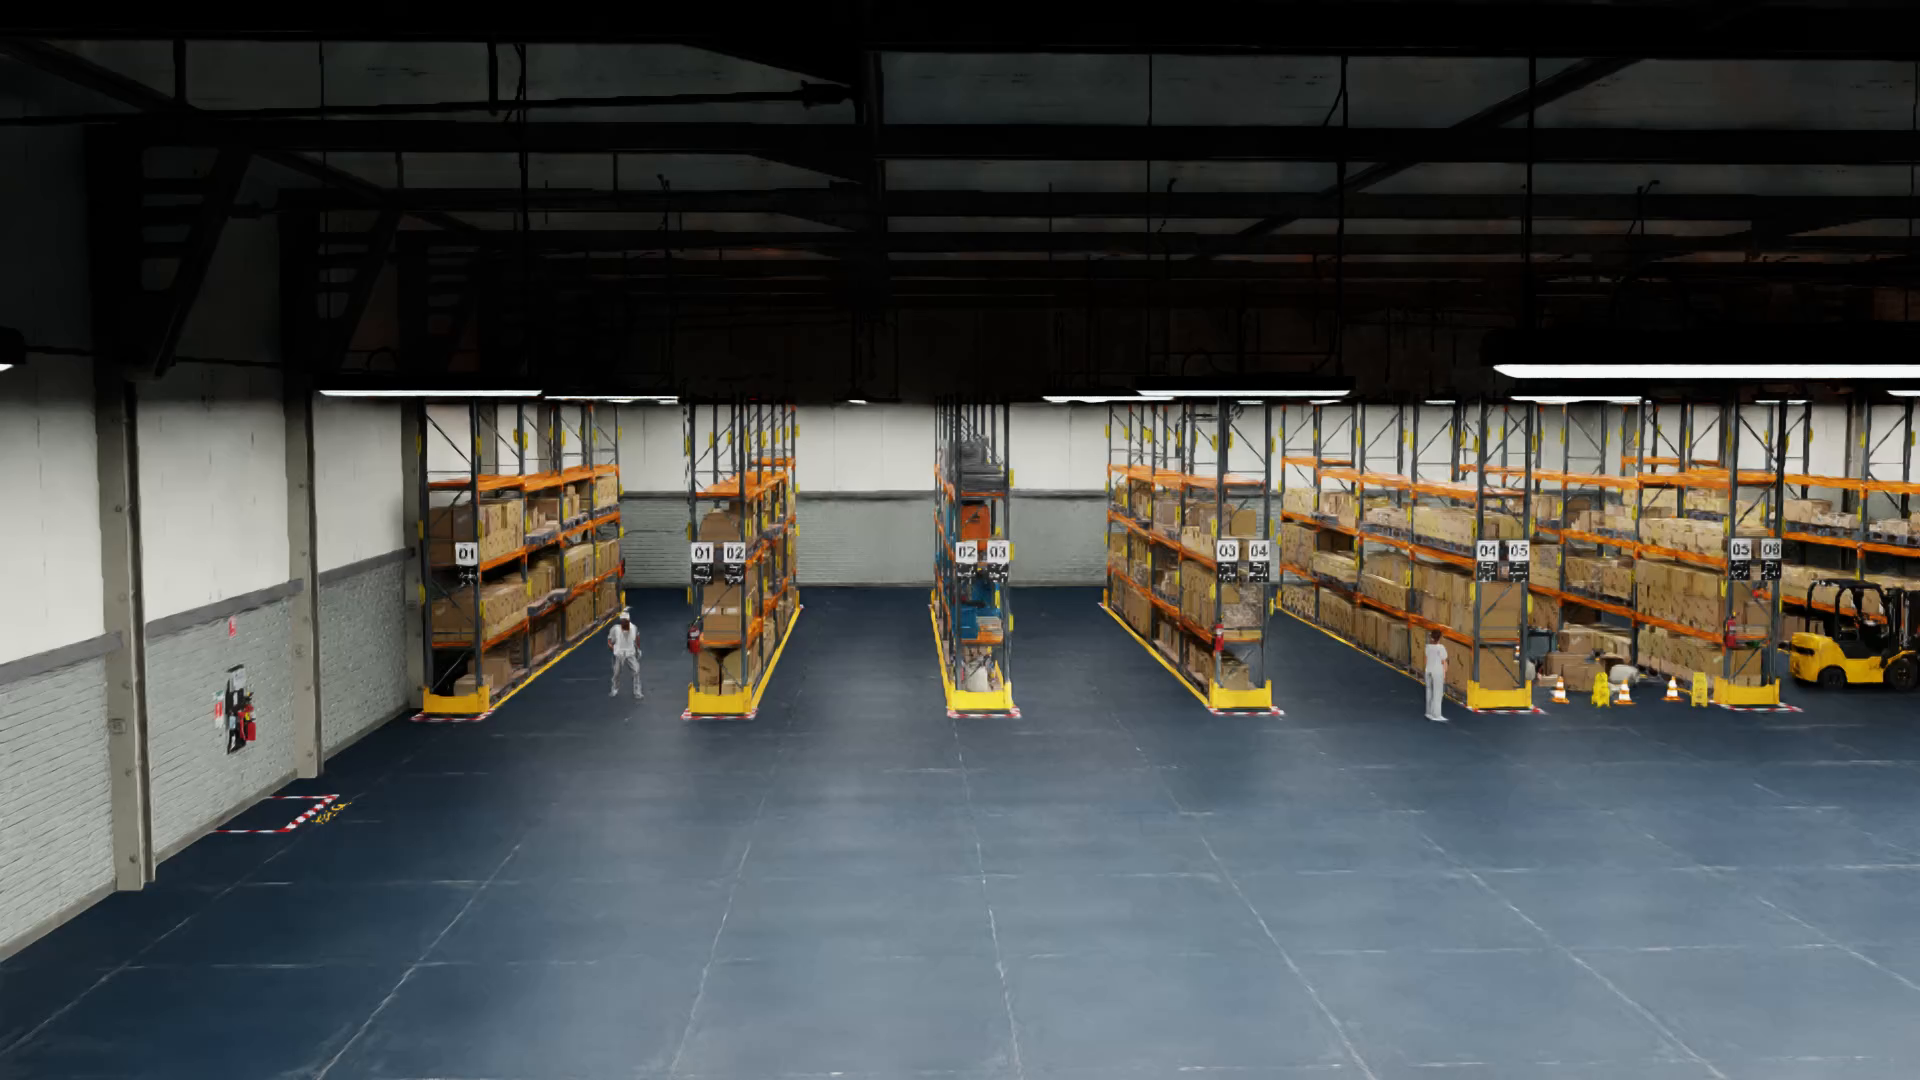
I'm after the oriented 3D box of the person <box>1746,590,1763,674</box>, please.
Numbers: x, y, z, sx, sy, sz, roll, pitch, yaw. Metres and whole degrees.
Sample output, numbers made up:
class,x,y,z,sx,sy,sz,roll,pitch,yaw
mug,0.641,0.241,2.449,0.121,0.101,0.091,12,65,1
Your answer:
class,x,y,z,sx,sy,sz,roll,pitch,yaw
person,16.955,1.958,35.686,0.577,1.784,0.655,3,5,29

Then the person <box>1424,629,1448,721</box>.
class,x,y,z,sx,sy,sz,roll,pitch,yaw
person,8.695,2.453,30.322,0.440,1.660,0.496,-3,6,-34

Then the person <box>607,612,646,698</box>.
class,x,y,z,sx,sy,sz,roll,pitch,yaw
person,-6.579,2.243,32.657,0.703,1.718,0.843,-2,5,-18

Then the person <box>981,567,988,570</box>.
class,x,y,z,sx,sy,sz,roll,pitch,yaw
person,0.687,1.173,46.083,0.674,1.715,0.842,-2,5,-19
